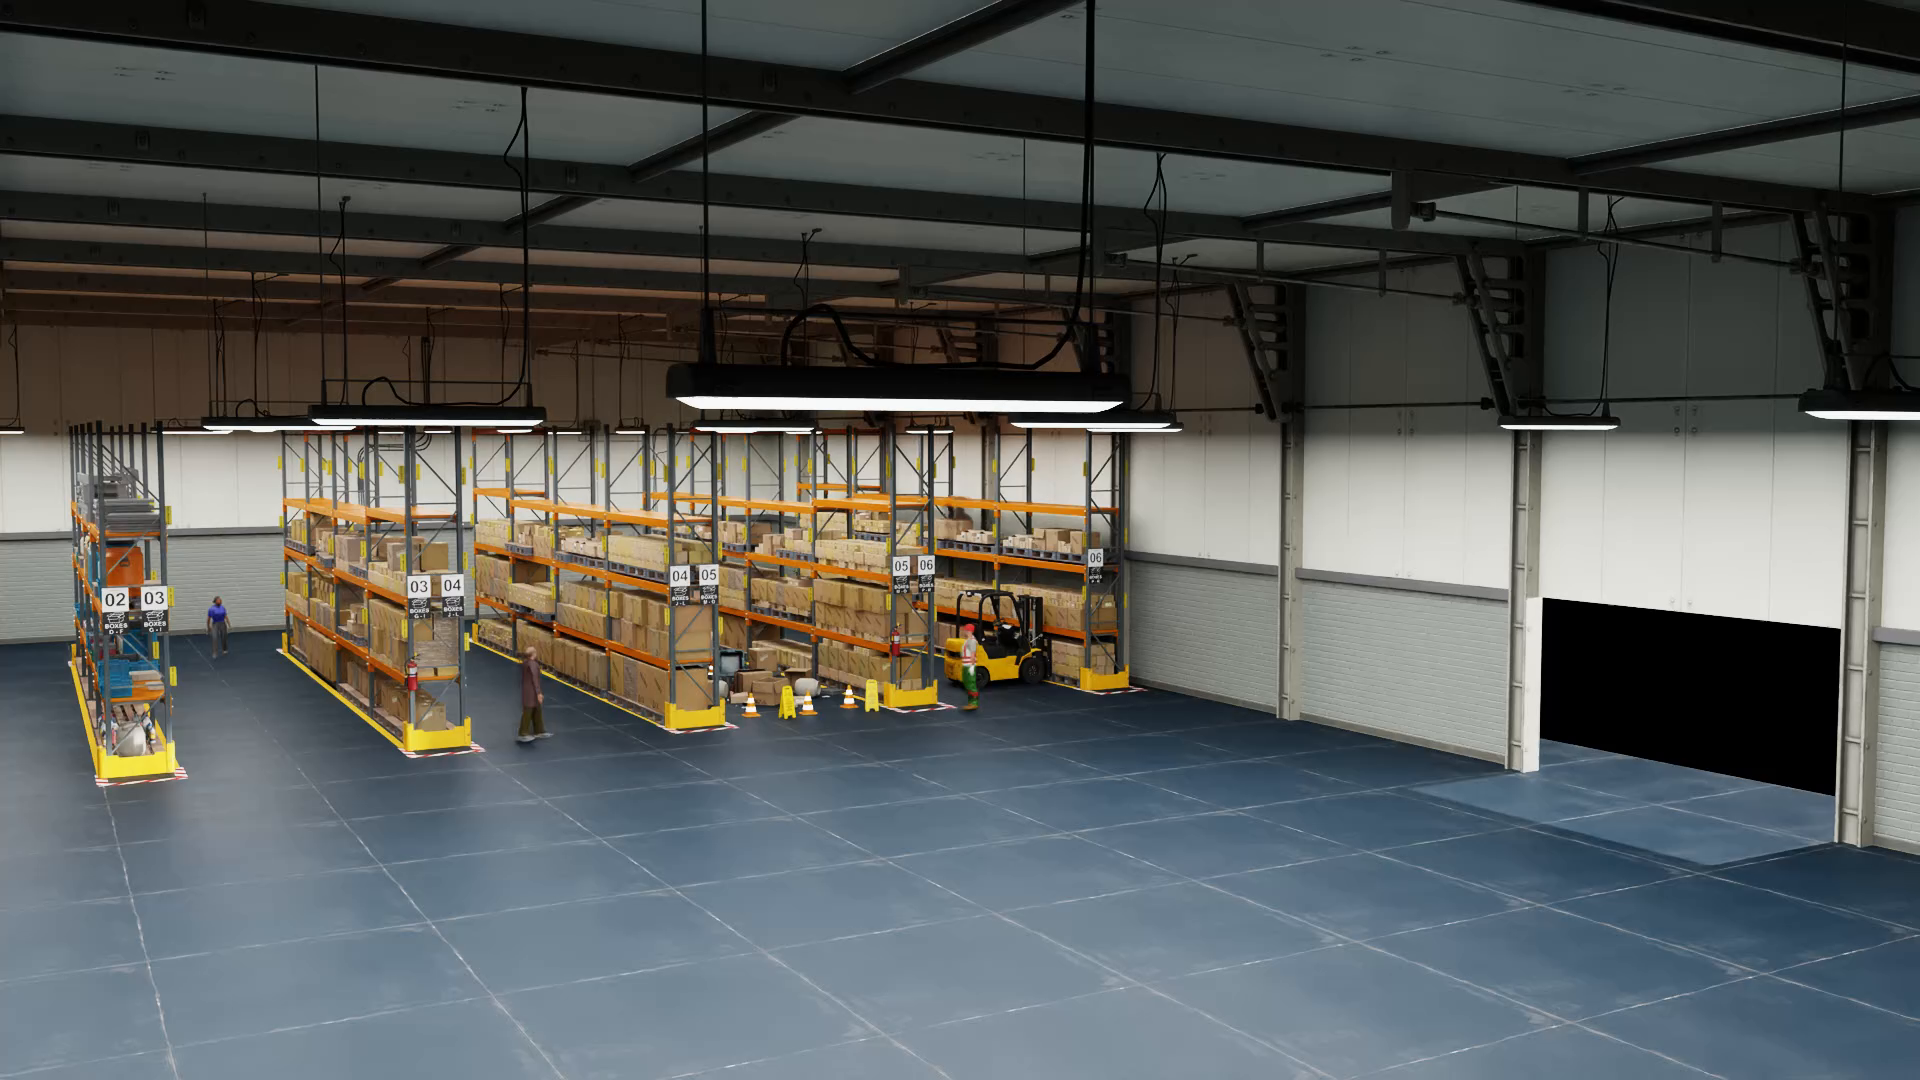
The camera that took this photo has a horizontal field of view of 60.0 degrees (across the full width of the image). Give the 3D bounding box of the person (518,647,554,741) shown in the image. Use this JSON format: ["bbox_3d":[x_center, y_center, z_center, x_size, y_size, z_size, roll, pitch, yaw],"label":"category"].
[{"bbox_3d":[-8.028,2.900,31.411,0.659,1.778,0.622,-1,4,-14],"label":"person"}]

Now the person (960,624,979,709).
[{"bbox_3d":[0.197,2.669,35.008,0.358,1.822,0.676,-1,4,-14],"label":"person"}]

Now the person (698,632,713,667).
[{"bbox_3d":[-6.174,2.406,40.402,0.580,1.659,0.442,2,4,25],"label":"person"}]

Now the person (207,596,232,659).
[{"bbox_3d":[-19.200,2.250,43.125,0.596,1.607,0.965,-1,4,-19],"label":"person"}]
